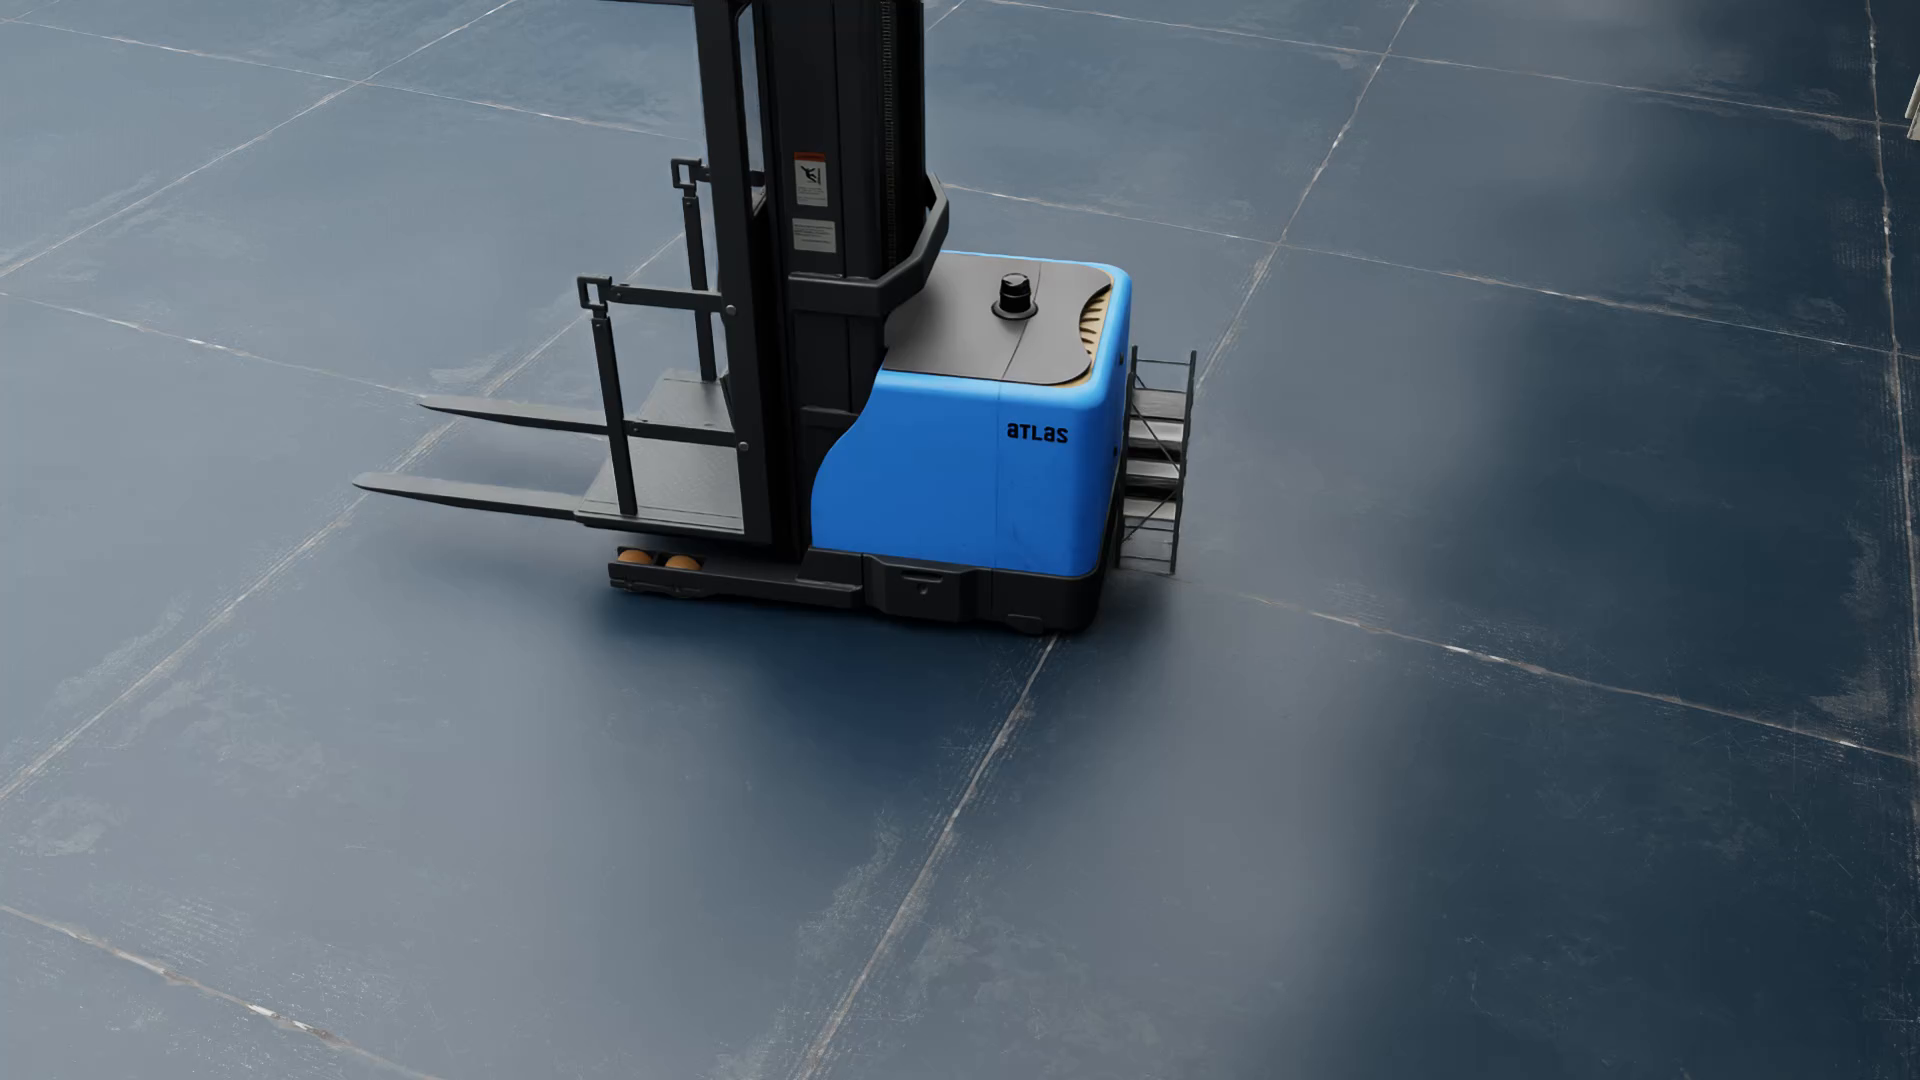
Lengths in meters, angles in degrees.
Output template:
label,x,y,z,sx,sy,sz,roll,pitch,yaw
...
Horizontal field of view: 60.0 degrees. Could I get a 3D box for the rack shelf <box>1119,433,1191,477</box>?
label,x,y,z,sx,sy,sz,roll,pitch,yaw
rack shelf,0.747,-0.341,6.360,0.258,0.077,0.200,6,37,8

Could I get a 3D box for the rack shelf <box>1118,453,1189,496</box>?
label,x,y,z,sx,sy,sz,roll,pitch,yaw
rack shelf,0.747,-0.269,6.414,0.258,0.077,0.200,6,37,8

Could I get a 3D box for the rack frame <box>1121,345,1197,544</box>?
label,x,y,z,sx,sy,sz,roll,pitch,yaw
rack frame,0.764,-0.356,6.475,0.240,0.900,0.006,6,37,8

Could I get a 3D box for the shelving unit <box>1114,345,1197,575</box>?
label,x,y,z,sx,sy,sz,roll,pitch,yaw
shelving unit,0.747,-0.296,6.394,0.258,0.900,0.210,6,37,8

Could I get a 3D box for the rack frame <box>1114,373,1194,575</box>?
label,x,y,z,sx,sy,sz,roll,pitch,yaw
rack frame,0.730,-0.236,6.314,0.240,0.900,0.006,6,37,8

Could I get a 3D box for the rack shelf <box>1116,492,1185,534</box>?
label,x,y,z,sx,sy,sz,roll,pitch,yaw
rack shelf,0.747,-0.125,6.522,0.258,0.077,0.200,6,37,8

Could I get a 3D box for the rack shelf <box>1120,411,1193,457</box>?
label,x,y,z,sx,sy,sz,roll,pitch,yaw
rack shelf,0.747,-0.413,6.306,0.258,0.077,0.200,6,37,8

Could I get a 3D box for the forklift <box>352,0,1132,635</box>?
label,x,y,z,sx,sy,sz,roll,pitch,yaw
forklift,-0.897,-1.250,5.974,3.031,2.935,1.130,7,37,9

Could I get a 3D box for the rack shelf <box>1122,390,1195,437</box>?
label,x,y,z,sx,sy,sz,roll,pitch,yaw
rack shelf,0.747,-0.485,6.253,0.258,0.077,0.200,6,37,8

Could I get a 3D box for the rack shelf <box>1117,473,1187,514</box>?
label,x,y,z,sx,sy,sz,roll,pitch,yaw
rack shelf,0.747,-0.197,6.468,0.258,0.077,0.200,6,37,8
